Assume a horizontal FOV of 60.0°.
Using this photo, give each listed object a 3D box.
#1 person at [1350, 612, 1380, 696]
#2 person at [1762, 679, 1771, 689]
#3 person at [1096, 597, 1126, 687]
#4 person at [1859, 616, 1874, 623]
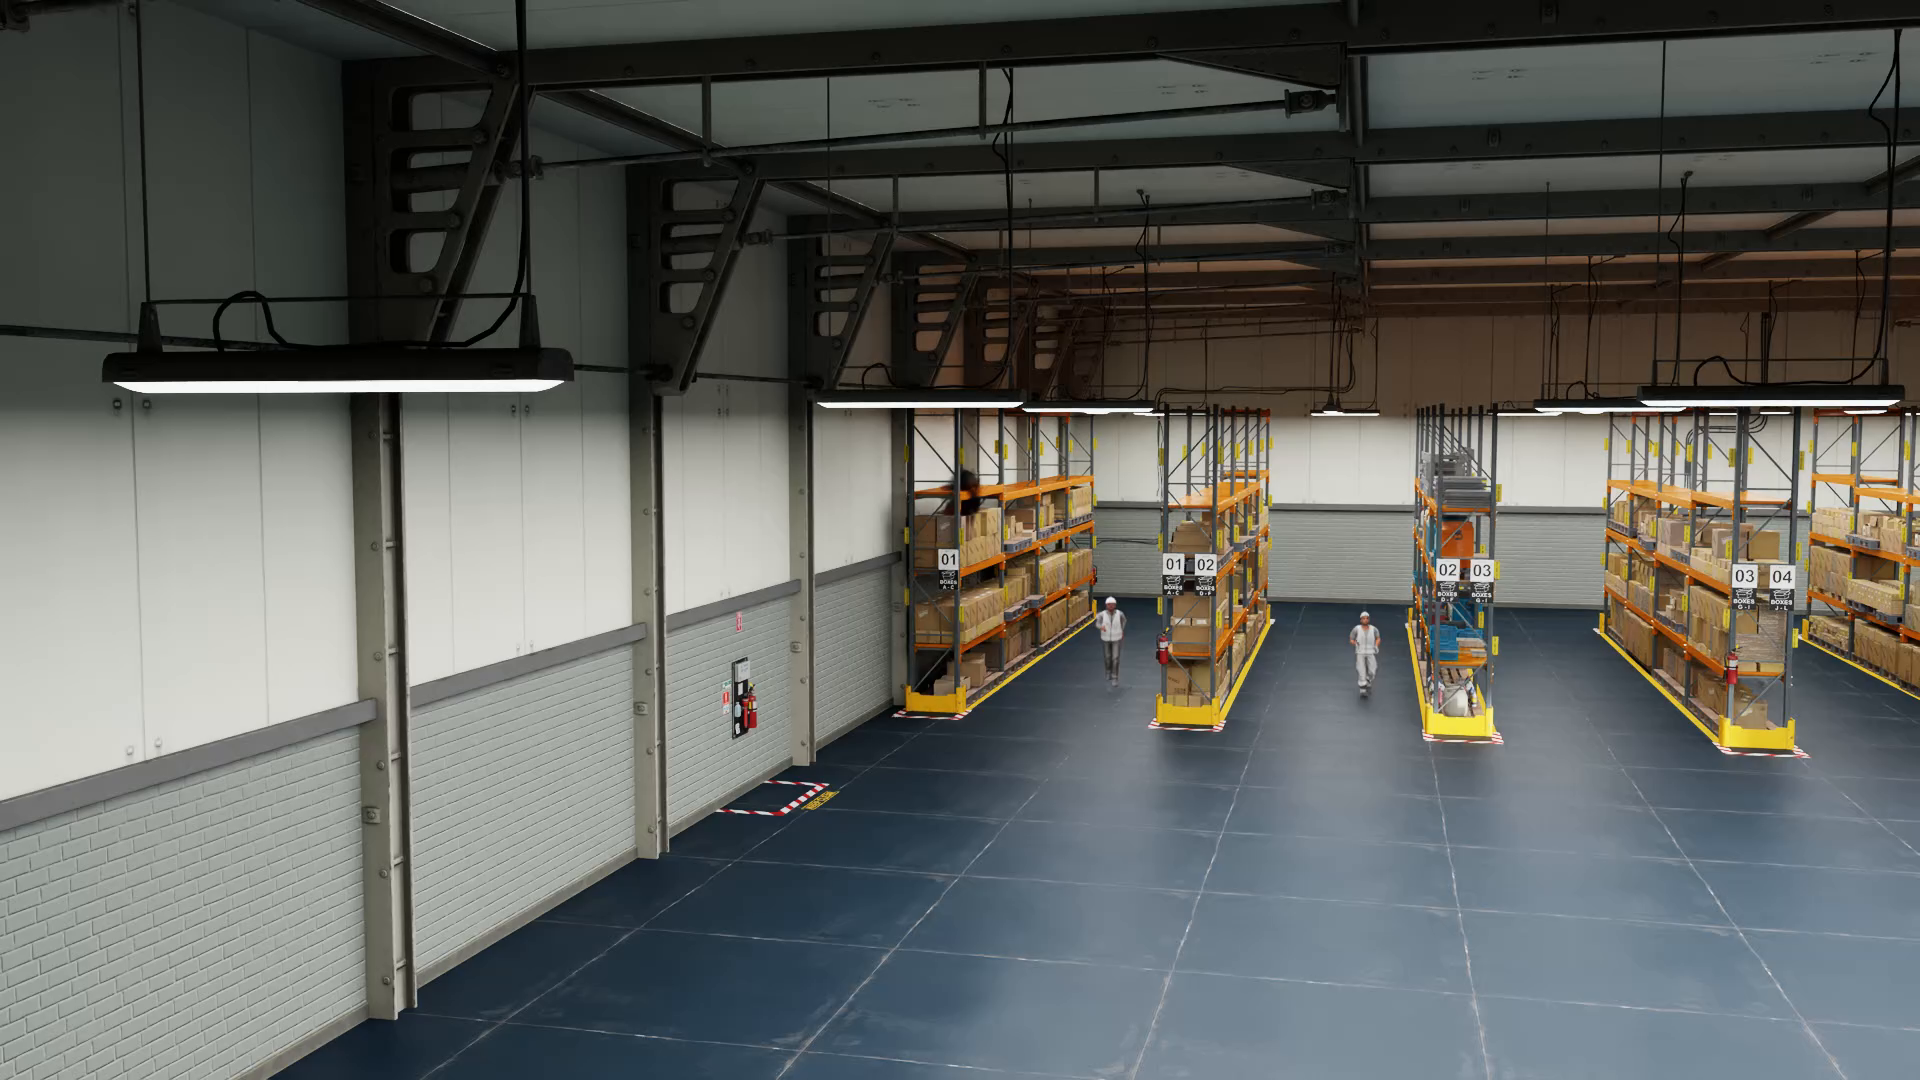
[{"bbox_3d":[8.335,2.354,34.133,0.644,1.741,0.578,0,4,6],"label":"person"},{"bbox_3d":[17.348,2.246,35.631,0.653,1.842,0.819,1,4,13],"label":"person"},{"bbox_3d":[3.100,2.066,34.246,0.610,1.820,0.850,1,4,10],"label":"person"},{"bbox_3d":[23.756,1.730,43.602,0.646,1.685,0.738,-2,5,-28],"label":"person"}]
